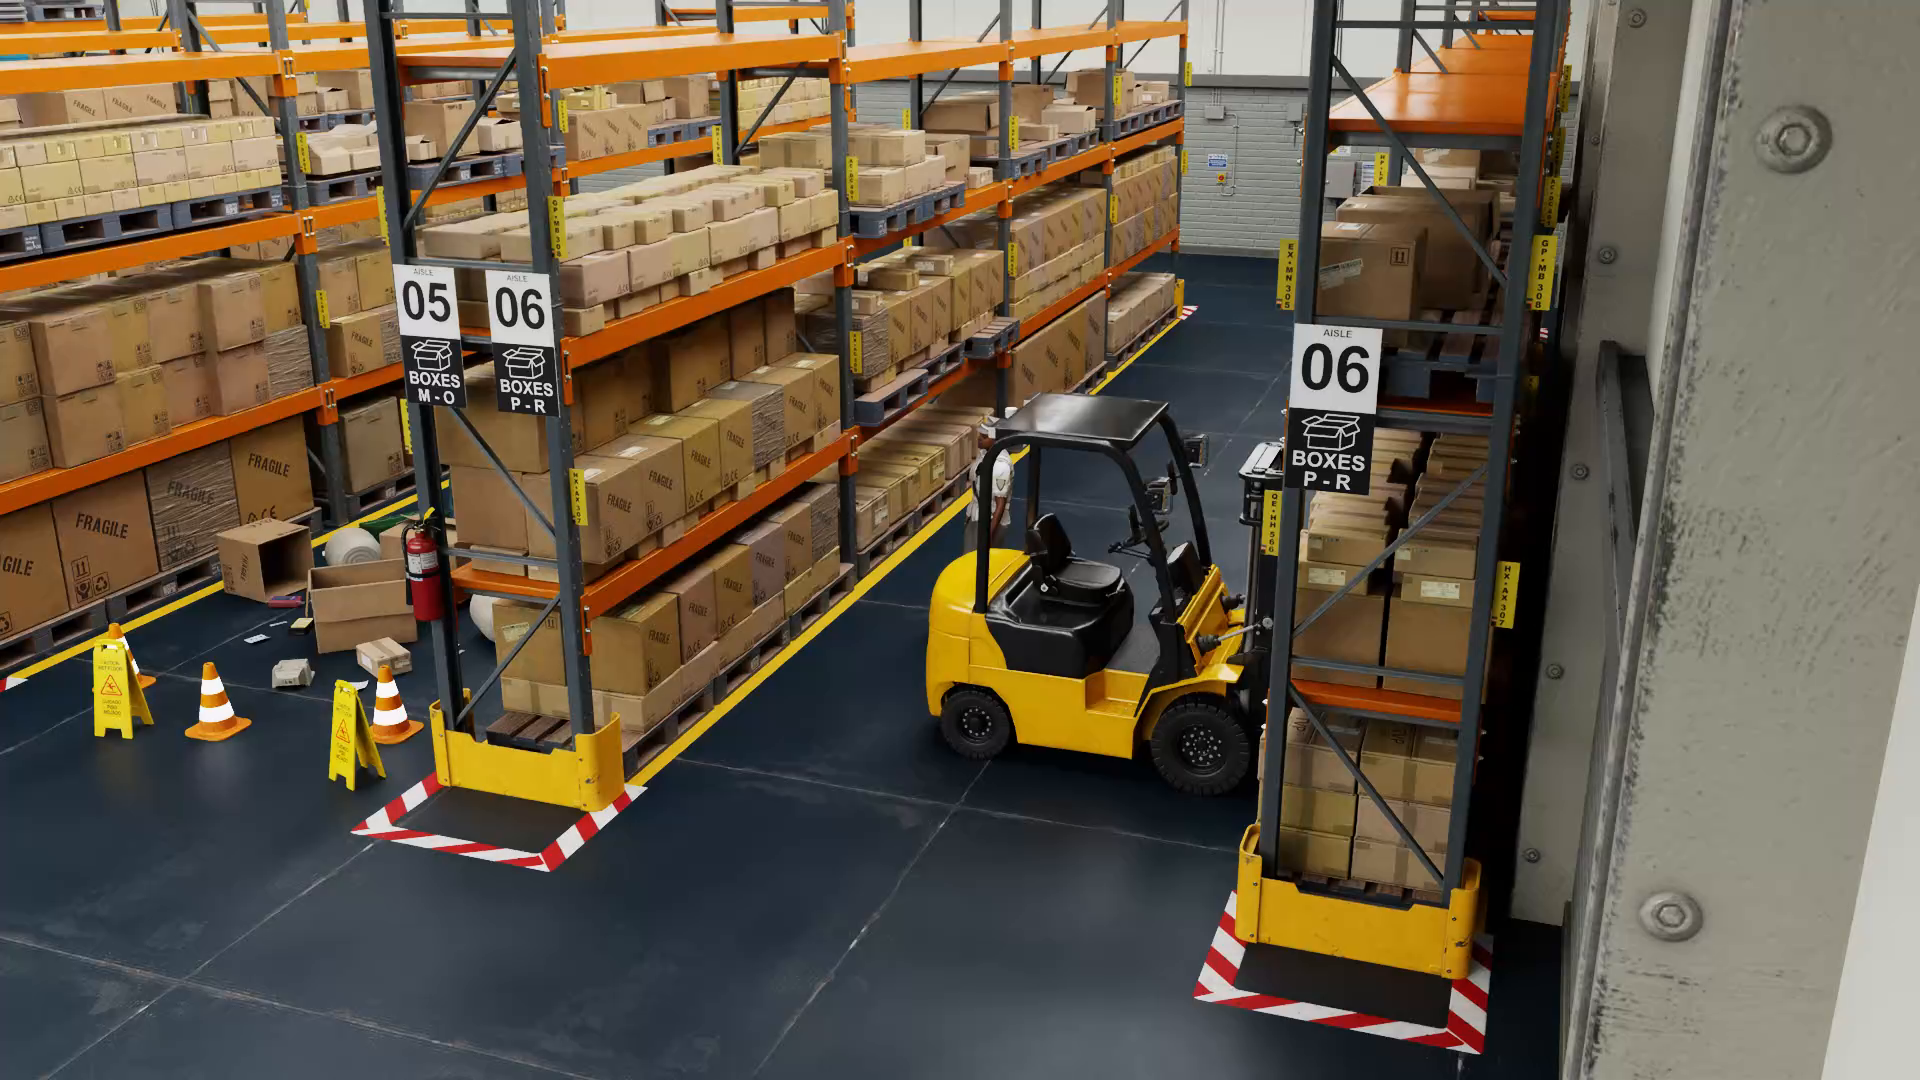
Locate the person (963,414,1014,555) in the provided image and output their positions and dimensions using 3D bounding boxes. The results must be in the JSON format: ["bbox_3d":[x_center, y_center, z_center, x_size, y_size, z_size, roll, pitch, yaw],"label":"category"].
[{"bbox_3d":[0.125,-0.123,12.343,0.529,1.694,0.568,-4,19,-12],"label":"person"}]
